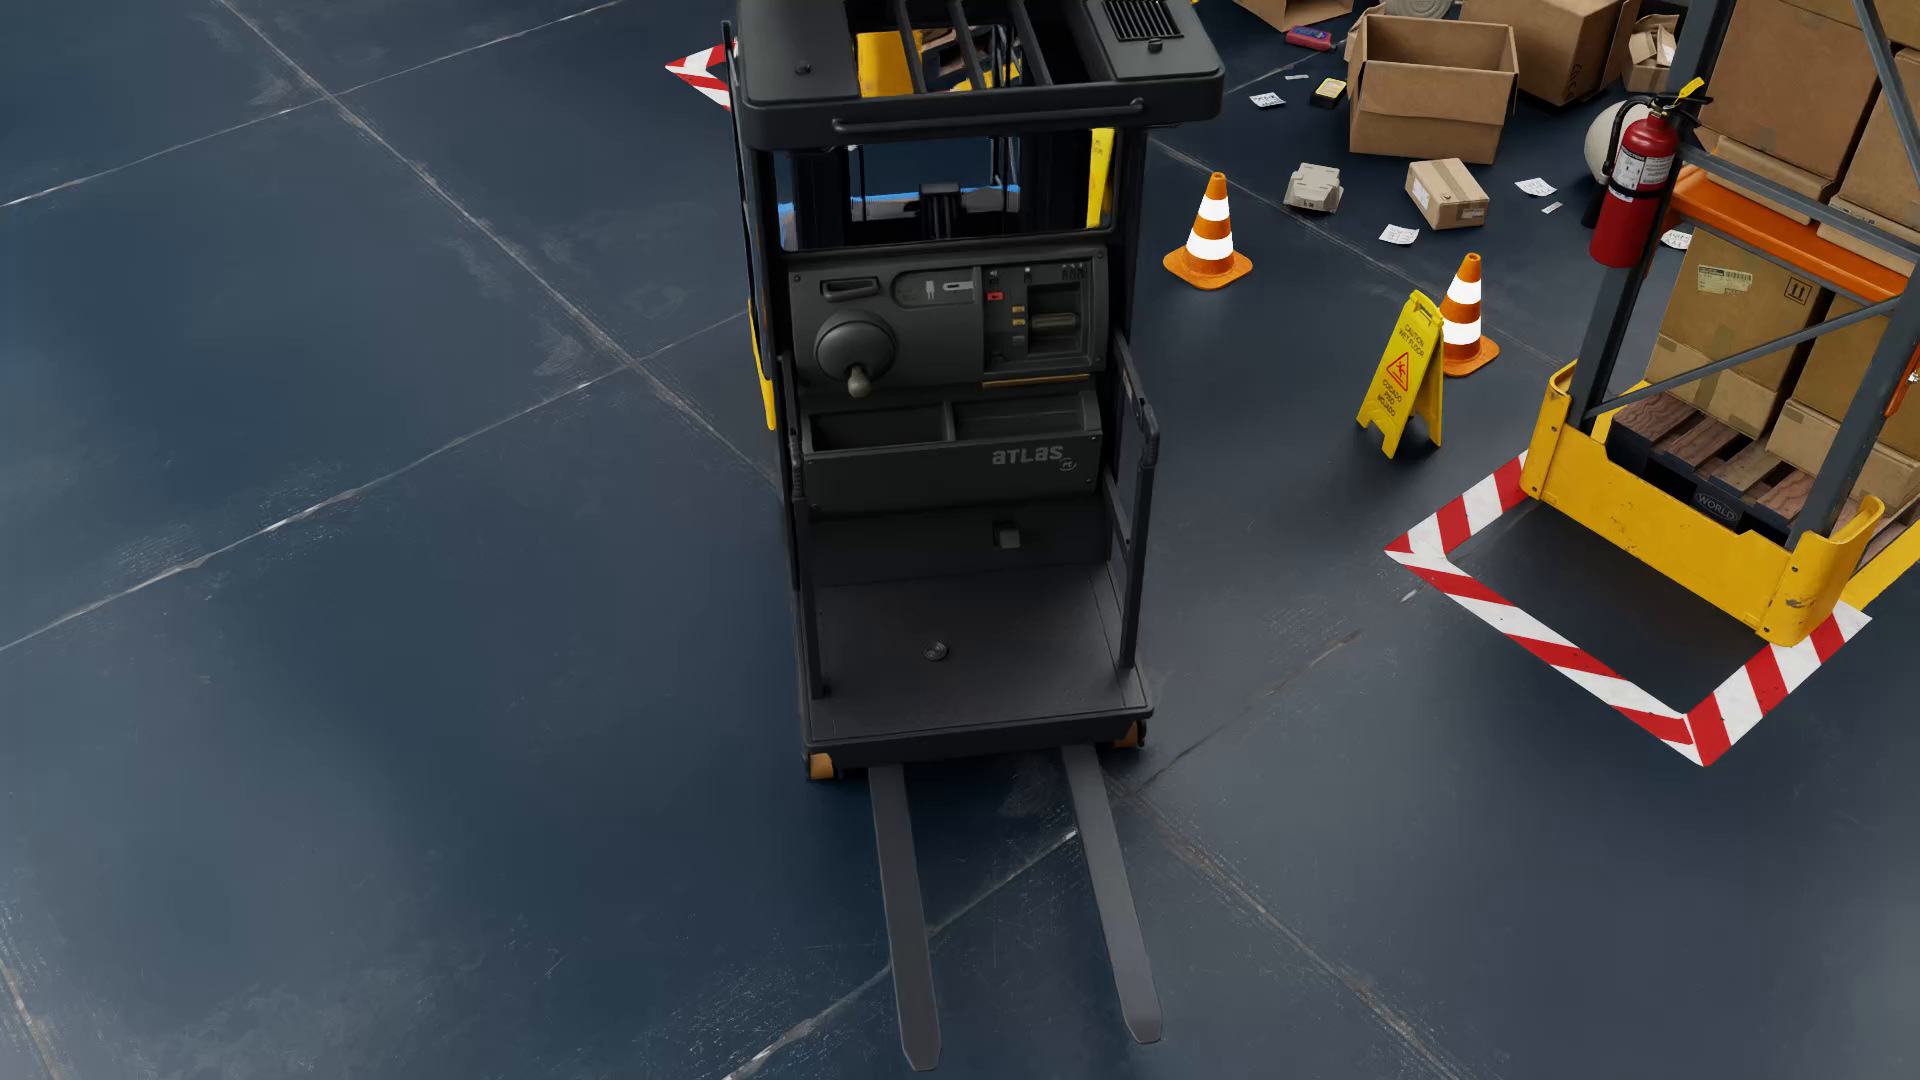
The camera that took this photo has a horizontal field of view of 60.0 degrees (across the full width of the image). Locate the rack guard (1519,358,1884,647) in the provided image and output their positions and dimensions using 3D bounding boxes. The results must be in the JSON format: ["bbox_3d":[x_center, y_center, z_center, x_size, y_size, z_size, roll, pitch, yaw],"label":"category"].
[{"bbox_3d":[2.658,-0.169,6.065,0.348,0.500,1.175,-30,51,-28],"label":"rack guard"}]

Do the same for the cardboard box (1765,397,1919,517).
[{"bbox_3d":[3.396,-0.407,6.194,0.500,0.250,0.500,-30,51,-28],"label":"cardboard box"}]

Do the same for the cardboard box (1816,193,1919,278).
[{"bbox_3d":[2.993,-0.996,5.303,0.250,0.149,0.380,-30,51,-28],"label":"cardboard box"}]

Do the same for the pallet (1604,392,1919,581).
[{"bbox_3d":[3.304,-0.402,6.524,1.213,0.211,1.003,-30,51,-28],"label":"pallet"}]

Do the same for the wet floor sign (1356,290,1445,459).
[{"bbox_3d":[1.768,-0.667,6.489,0.232,0.644,0.267,-14,45,-14],"label":"wet floor sign"}]

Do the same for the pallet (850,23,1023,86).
[{"bbox_3d":[-0.090,-2.978,9.267,1.213,0.211,1.003,-30,51,-28],"label":"pallet"}]

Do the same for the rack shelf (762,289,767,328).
[{"bbox_3d":[-0.310,-1.125,6.615,1.000,0.185,0.538,-8,44,-8],"label":"rack shelf"}]

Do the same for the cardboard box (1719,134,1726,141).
[{"bbox_3d":[2.873,-1.402,5.735,0.250,0.149,0.380,-30,51,-28],"label":"cardboard box"}]

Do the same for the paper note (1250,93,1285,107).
[{"bbox_3d":[1.607,-2.298,8.676,0.142,0.017,0.144,-14,45,-14],"label":"paper note"}]

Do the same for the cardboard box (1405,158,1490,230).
[{"bbox_3d":[2.309,-1.644,7.892,0.250,0.149,0.380,-7,44,-7],"label":"cardboard box"}]

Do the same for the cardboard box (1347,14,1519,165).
[{"bbox_3d":[2.323,-2.238,8.265,0.797,0.503,0.637,7,44,7],"label":"cardboard box"}]

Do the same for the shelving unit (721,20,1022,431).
[{"bbox_3d":[-0.301,-1.257,6.493,1.083,1.500,0.587,-8,44,-8],"label":"shelving unit"}]

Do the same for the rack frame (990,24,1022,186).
[{"bbox_3d":[0.188,-1.326,6.566,0.032,1.500,0.500,-8,44,-8],"label":"rack frame"}]

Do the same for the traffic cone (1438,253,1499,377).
[{"bbox_3d":[2.102,-0.989,6.965,0.334,0.463,0.336,-30,51,-28],"label":"traffic cone"}]

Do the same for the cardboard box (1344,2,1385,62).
[{"bbox_3d":[2.278,-2.640,8.867,0.258,0.266,0.396,-21,47,-21],"label":"cardboard box"}]

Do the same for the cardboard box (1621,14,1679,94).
[{"bbox_3d":[3.666,-2.577,8.800,0.258,0.266,0.396,7,44,7],"label":"cardboard box"}]

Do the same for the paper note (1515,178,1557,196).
[{"bbox_3d":[2.796,-1.715,8.063,0.142,0.019,0.148,-14,45,-14],"label":"paper note"}]

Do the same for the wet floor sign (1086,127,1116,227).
[{"bbox_3d":[0.595,-1.691,7.580,0.267,0.644,0.232,30,51,28],"label":"wet floor sign"}]

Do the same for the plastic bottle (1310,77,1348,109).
[{"bbox_3d":[1.948,-2.359,8.717,0.133,0.061,0.283,22,47,21],"label":"plastic bottle"}]

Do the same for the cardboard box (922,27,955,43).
[{"bbox_3d":[-0.176,-3.313,8.832,0.875,0.875,0.875,-29,51,-28],"label":"cardboard box"}]

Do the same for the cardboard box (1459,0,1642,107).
[{"bbox_3d":[3.035,-2.703,8.661,0.503,0.637,0.797,-30,51,-28],"label":"cardboard box"}]

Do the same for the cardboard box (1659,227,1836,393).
[{"bbox_3d":[3.047,-0.960,6.235,0.500,0.500,0.500,-29,51,-28],"label":"cardboard box"}]

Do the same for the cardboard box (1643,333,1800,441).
[{"bbox_3d":[3.066,-0.705,6.511,0.500,0.250,0.500,-30,51,-28],"label":"cardboard box"}]

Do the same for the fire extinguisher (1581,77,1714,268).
[{"bbox_3d":[2.216,-1.211,5.404,0.183,0.674,0.296,-30,51,-28],"label":"fire extinguisher"}]

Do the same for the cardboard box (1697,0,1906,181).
[{"bbox_3d":[2.839,-1.575,5.446,0.500,0.500,0.500,-31,51,-29],"label":"cardboard box"}]

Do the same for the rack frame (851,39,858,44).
[{"bbox_3d":[-0.654,-3.602,7.894,0.127,3.000,1.000,-30,51,-28],"label":"rack frame"}]

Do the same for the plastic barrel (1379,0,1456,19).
[{"bbox_3d":[2.529,-3.116,9.259,0.421,0.421,0.512,0,43,0],"label":"plastic barrel"}]

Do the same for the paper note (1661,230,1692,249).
[{"bbox_3d":[3.337,-1.400,7.718,0.142,0.019,0.148,22,47,21],"label":"paper note"}]

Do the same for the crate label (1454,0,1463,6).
[{"bbox_3d":[2.930,-3.180,9.536,0.298,0.136,0.250,7,44,7],"label":"crate label"}]

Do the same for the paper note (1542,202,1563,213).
[{"bbox_3d":[2.826,-1.586,7.932,0.123,0.001,0.032,-30,51,-28],"label":"paper note"}]

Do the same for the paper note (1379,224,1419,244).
[{"bbox_3d":[2.048,-1.425,7.745,0.148,0.019,0.142,22,47,21],"label":"paper note"}]

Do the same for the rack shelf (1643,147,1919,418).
[{"bbox_3d":[4.134,-1.663,6.355,4.000,0.370,1.077,-30,51,-28],"label":"rack shelf"}]

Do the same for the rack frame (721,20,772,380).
[{"bbox_3d":[-0.808,-1.186,6.417,0.032,1.500,0.500,-8,44,-8],"label":"rack frame"}]

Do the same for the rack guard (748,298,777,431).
[{"bbox_3d":[-0.789,-0.733,6.848,0.087,0.250,0.587,-8,44,-8],"label":"rack guard"}]

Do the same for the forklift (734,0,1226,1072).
[{"bbox_3d":[0.005,-0.550,4.695,1.130,2.935,3.031,-5,43,-6],"label":"forklift"}]

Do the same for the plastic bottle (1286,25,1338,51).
[{"bbox_3d":[1.947,-2.750,9.133,0.283,0.061,0.133,22,47,21],"label":"plastic bottle"}]

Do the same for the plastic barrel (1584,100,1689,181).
[{"bbox_3d":[3.213,-1.810,7.868,0.421,0.421,0.512,0,43,0],"label":"plastic barrel"}]

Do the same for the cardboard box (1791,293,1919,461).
[{"bbox_3d":[3.414,-0.691,5.949,0.500,0.500,0.500,-32,52,-29],"label":"cardboard box"}]

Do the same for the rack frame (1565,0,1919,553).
[{"bbox_3d":[2.600,-1.047,5.174,0.127,3.000,1.000,-30,51,-28],"label":"rack frame"}]

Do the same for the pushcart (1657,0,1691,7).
[{"bbox_3d":[4.167,-3.023,9.194,1.648,0.377,0.936,22,47,21],"label":"pushcart"}]

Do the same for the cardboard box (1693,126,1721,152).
[{"bbox_3d":[3.973,-2.138,8.159,0.500,0.500,0.500,0,43,0],"label":"cardboard box"}]

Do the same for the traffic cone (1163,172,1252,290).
[{"bbox_3d":[1.129,-1.422,7.426,0.334,0.463,0.336,-30,51,-28],"label":"traffic cone"}]

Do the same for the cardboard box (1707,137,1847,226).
[{"bbox_3d":[2.749,-1.232,5.554,0.250,0.149,0.380,-28,50,-27],"label":"cardboard box"}]

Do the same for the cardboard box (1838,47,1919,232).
[{"bbox_3d":[3.141,-1.254,5.104,0.500,0.500,0.500,-31,51,-28],"label":"cardboard box"}]

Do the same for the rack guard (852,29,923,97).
[{"bbox_3d":[-0.672,-2.680,8.739,0.348,0.500,1.175,-30,51,-28],"label":"rack guard"}]

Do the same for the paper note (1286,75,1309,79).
[{"bbox_3d":[1.798,-2.470,8.873,0.123,0.001,0.032,-7,44,-7],"label":"paper note"}]

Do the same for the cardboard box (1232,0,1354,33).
[{"bbox_3d":[1.882,-3.228,9.320,0.500,0.500,0.500,-21,47,-21],"label":"cardboard box"}]

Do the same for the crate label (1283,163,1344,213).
[{"bbox_3d":[1.692,-1.681,7.940,0.250,0.136,0.298,14,45,15],"label":"crate label"}]
